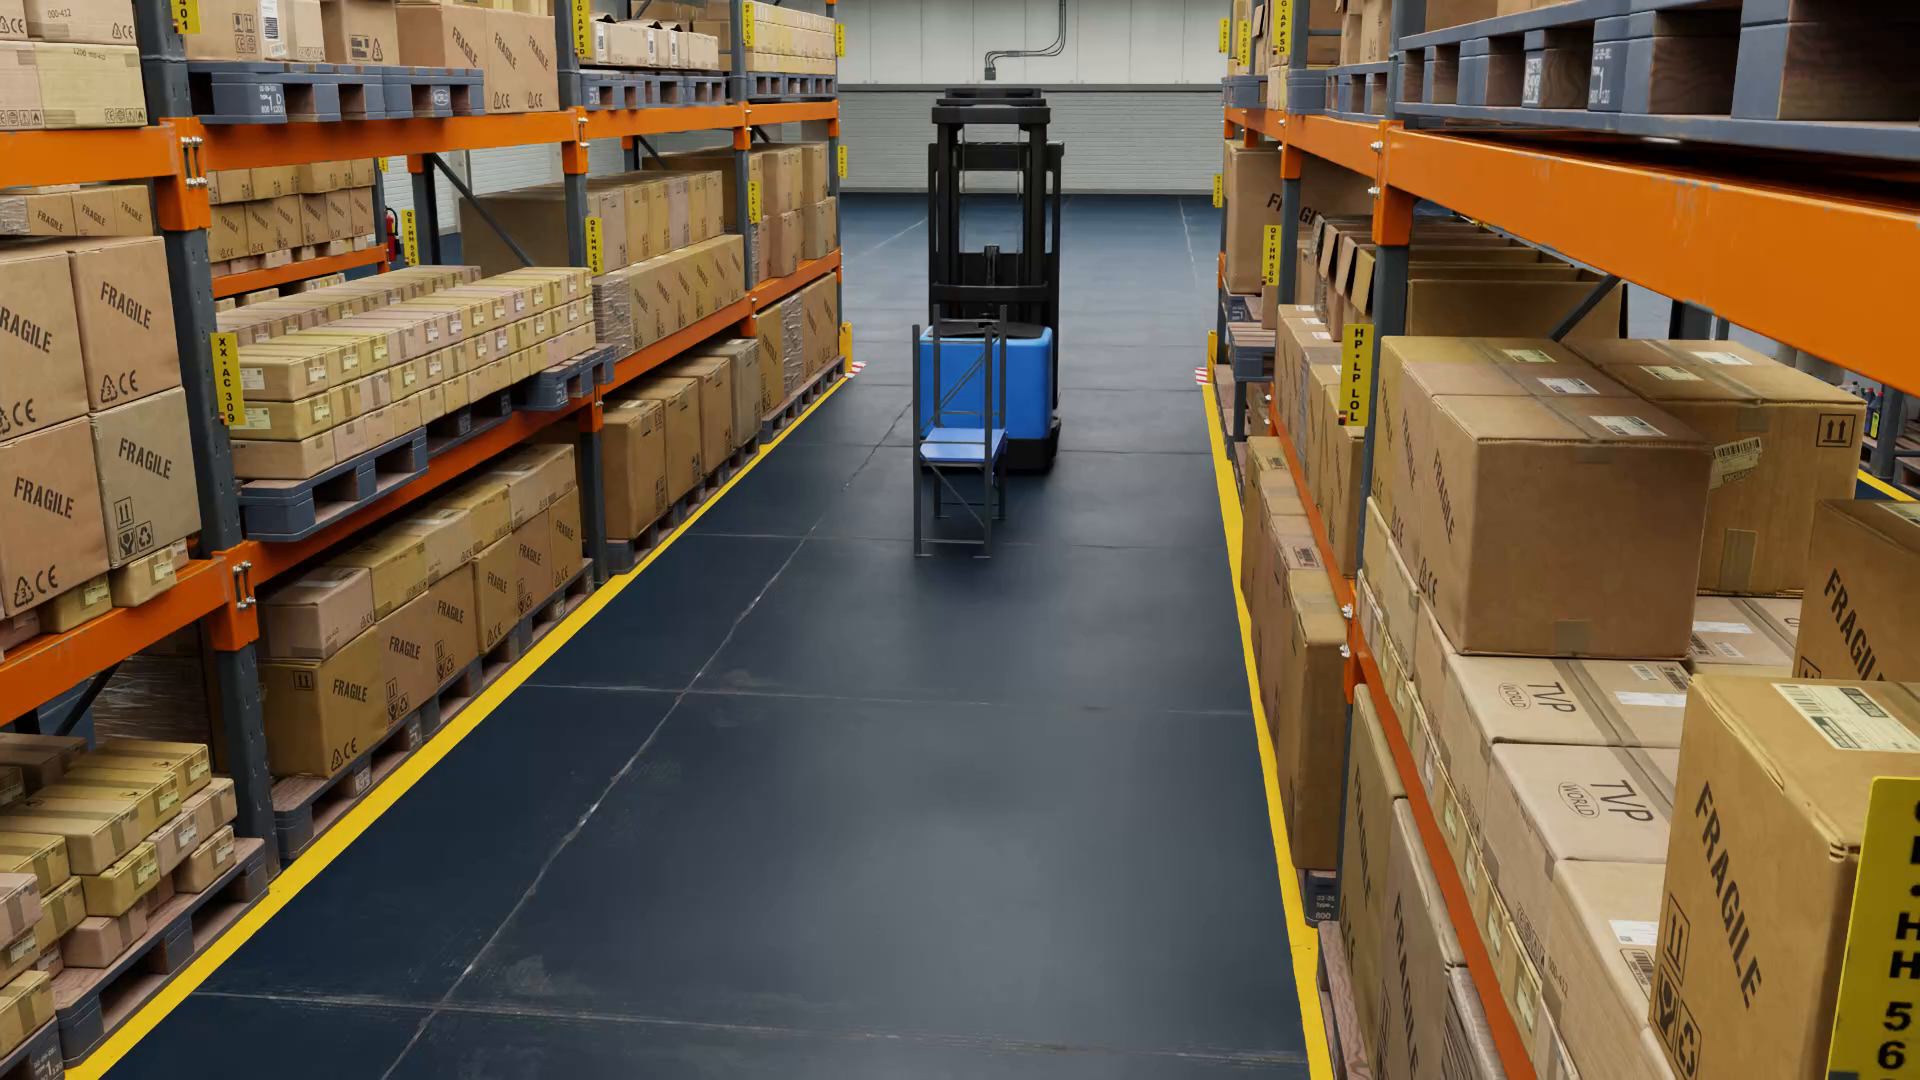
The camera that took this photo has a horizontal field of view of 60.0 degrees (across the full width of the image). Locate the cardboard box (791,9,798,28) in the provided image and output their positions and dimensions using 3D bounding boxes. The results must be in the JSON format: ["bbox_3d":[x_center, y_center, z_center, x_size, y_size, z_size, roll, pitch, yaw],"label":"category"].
[{"bbox_3d":[-1.663,-4.677,14.923,0.380,0.149,0.250,2,15,6],"label":"cardboard box"}]

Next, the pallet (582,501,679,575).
[{"bbox_3d":[-2.501,-0.054,10.958,1.003,0.211,1.213,2,15,6],"label":"pallet"}]

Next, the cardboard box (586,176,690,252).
[{"bbox_3d":[-2.377,-2.373,12.084,0.700,0.500,0.500,2,15,7],"label":"cardboard box"}]

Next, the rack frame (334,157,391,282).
[{"bbox_3d":[-6.692,-3.392,17.961,1.000,3.000,0.127,2,15,6],"label":"rack frame"}]

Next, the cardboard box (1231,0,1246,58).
[{"bbox_3d":[2.719,-4.605,14.979,0.500,0.500,0.500,2,15,6],"label":"cardboard box"}]

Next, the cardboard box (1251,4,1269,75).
[{"bbox_3d":[2.552,-3.645,12.145,0.797,0.503,0.637,1,15,3],"label":"cardboard box"}]

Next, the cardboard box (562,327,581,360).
[{"bbox_3d":[-2.293,-1.074,9.062,0.380,0.149,0.250,2,15,6],"label":"cardboard box"}]

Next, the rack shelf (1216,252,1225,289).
[{"bbox_3d":[2.929,-2.234,15.057,1.077,0.370,4.000,2,15,6],"label":"rack shelf"}]

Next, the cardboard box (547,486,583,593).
[{"bbox_3d":[-2.479,-0.016,9.457,0.500,0.500,0.500,2,15,6],"label":"cardboard box"}]

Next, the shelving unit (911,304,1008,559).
[{"bbox_3d":[0.010,-0.746,11.048,0.538,1.500,1.048,2,15,6],"label":"shelving unit"}]

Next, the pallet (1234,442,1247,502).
[{"bbox_3d":[2.617,-0.515,12.662,1.003,0.211,1.213,2,15,6],"label":"pallet"}]

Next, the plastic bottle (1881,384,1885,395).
[{"bbox_3d":[8.143,-1.305,14.602,0.061,0.283,0.133,2,15,6],"label":"plastic bottle"}]

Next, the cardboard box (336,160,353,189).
[{"bbox_3d":[-6.597,-3.797,16.780,0.700,0.500,0.500,2,15,7],"label":"cardboard box"}]

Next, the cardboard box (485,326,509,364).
[{"bbox_3d":[-2.411,-0.947,8.024,0.380,0.149,0.250,2,15,8],"label":"cardboard box"}]

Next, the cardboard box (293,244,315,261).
[{"bbox_3d":[-6.596,-2.834,16.378,0.380,0.149,0.250,2,15,6],"label":"cardboard box"}]

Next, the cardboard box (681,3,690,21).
[{"bbox_3d":[-2.460,-4.368,13.780,0.380,0.149,0.250,2,15,6],"label":"cardboard box"}]

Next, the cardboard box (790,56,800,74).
[{"bbox_3d":[-1.663,-4.292,15.027,0.380,0.149,0.250,2,15,7],"label":"cardboard box"}]

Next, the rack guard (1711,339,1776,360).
[{"bbox_3d":[8.115,-1.727,16.591,1.175,0.500,0.348,2,15,6],"label":"rack guard"}]

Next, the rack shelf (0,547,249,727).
[{"bbox_3d":[-3.341,0.706,4.185,1.077,0.370,4.000,2,15,6],"label":"rack shelf"}]

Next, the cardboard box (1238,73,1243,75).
[{"bbox_3d":[2.617,-3.832,14.128,0.500,0.250,0.500,2,15,6],"label":"cardboard box"}]

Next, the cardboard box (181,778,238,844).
[{"bbox_3d":[-2.836,0.960,5.951,0.380,0.149,0.250,2,15,7],"label":"cardboard box"}]

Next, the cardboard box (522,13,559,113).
[{"bbox_3d":[-2.476,-2.539,8.866,0.500,0.500,0.500,2,15,6],"label":"cardboard box"}]

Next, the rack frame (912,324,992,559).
[{"bbox_3d":[-0.048,-0.614,10.561,0.500,1.500,0.032,2,15,6],"label":"rack frame"}]

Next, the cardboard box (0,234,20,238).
[{"bbox_3d":[-3.409,-0.725,5.420,0.500,0.500,0.500,2,15,8],"label":"cardboard box"}]

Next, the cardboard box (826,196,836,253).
[{"bbox_3d":[-1.759,-3.248,17.139,0.875,0.550,0.550,2,15,6],"label":"cardboard box"}]

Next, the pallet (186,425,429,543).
[{"bbox_3d":[-2.885,-0.262,6.751,1.003,0.211,1.213,2,15,6],"label":"pallet"}]

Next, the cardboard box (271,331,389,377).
[{"bbox_3d":[-2.557,-0.757,6.751,0.380,0.149,0.250,2,15,7],"label":"cardboard box"}]

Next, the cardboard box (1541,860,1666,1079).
[{"bbox_3d":[1.199,0.713,2.496,0.500,0.250,0.500,1,15,5],"label":"cardboard box"}]

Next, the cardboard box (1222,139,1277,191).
[{"bbox_3d":[2.822,-3.640,16.202,0.500,0.500,0.500,2,15,6],"label":"cardboard box"}]

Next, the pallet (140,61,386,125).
[{"bbox_3d":[-2.940,-1.675,6.222,1.213,0.211,1.003,2,15,6],"label":"pallet"}]

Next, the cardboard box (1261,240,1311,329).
[{"bbox_3d":[2.237,-1.566,10.209,0.700,0.500,0.500,4,16,15],"label":"cardboard box"}]

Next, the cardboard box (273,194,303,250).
[{"bbox_3d":[-6.676,-3.045,15.915,0.500,0.500,0.500,2,15,7],"label":"cardboard box"}]

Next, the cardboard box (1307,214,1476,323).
[{"bbox_3d":[2.154,-1.369,8.365,0.797,0.503,0.637,2,15,8],"label":"cardboard box"}]

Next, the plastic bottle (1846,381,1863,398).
[{"bbox_3d":[7.469,-1.160,13.937,0.144,0.351,0.185,2,15,6],"label":"plastic bottle"}]

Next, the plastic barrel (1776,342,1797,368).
[{"bbox_3d":[8.078,-1.783,15.973,0.421,0.512,0.421,0,15,0],"label":"plastic barrel"}]

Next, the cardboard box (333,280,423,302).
[{"bbox_3d":[-2.999,-1.250,8.577,0.380,0.149,0.250,1,15,4],"label":"cardboard box"}]

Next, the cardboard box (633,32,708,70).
[{"bbox_3d":[-2.134,-3.535,12.034,0.500,0.250,0.500,2,15,6],"label":"cardboard box"}]

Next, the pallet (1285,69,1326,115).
[{"bbox_3d":[2.232,-2.214,8.218,1.213,0.211,1.003,2,15,9],"label":"pallet"}]

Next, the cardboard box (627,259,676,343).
[{"bbox_3d":[-2.234,-1.617,11.205,0.500,0.500,0.500,2,15,6],"label":"cardboard box"}]

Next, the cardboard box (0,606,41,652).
[{"bbox_3d":[-3.023,0.244,4.994,0.380,0.149,0.250,1,15,5],"label":"cardboard box"}]

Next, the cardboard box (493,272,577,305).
[{"bbox_3d":[-2.295,-1.361,8.985,0.380,0.149,0.250,2,15,6],"label":"cardboard box"}]

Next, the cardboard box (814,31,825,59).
[{"bbox_3d":[-1.597,-4.778,16.061,0.500,0.250,0.500,2,15,6],"label":"cardboard box"}]

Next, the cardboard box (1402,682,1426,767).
[{"bbox_3d":[1.322,0.471,4.155,0.380,0.149,0.250,1,15,5],"label":"cardboard box"}]

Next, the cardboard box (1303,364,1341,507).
[{"bbox_3d":[1.697,-0.430,6.813,0.500,0.500,0.500,2,15,6],"label":"cardboard box"}]

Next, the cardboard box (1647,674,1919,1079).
[{"bbox_3d":[1.144,0.482,1.914,0.500,0.500,0.500,2,15,7],"label":"cardboard box"}]

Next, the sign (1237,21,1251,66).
[{"bbox_3d":[2.164,-3.775,12.638,0.100,0.325,0.005,2,15,6],"label":"sign"}]

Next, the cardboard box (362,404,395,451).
[{"bbox_3d":[-2.557,-0.467,6.821,0.380,0.149,0.250,2,15,7],"label":"cardboard box"}]

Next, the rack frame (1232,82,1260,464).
[{"bbox_3d":[2.704,-2.063,13.045,1.000,3.000,0.127,2,15,6],"label":"rack frame"}]

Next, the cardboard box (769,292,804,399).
[{"bbox_3d":[-1.975,-1.807,15.365,0.875,0.875,0.875,2,15,7],"label":"cardboard box"}]

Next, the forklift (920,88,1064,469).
[{"bbox_3d":[0.306,-2.298,14.046,1.130,2.935,3.031,1,15,5],"label":"forklift"}]

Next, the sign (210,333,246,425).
[{"bbox_3d":[-2.576,-0.564,5.844,0.100,0.325,0.005,2,15,6],"label":"sign"}]

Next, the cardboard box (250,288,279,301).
[{"bbox_3d":[-6.651,-2.284,15.648,0.380,0.149,0.250,3,15,9],"label":"cardboard box"}]

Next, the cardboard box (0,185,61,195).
[{"bbox_3d":[-7.043,-2.685,12.538,0.380,0.149,0.250,1,15,4],"label":"cardboard box"}]

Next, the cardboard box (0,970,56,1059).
[{"bbox_3d":[-2.938,1.393,4.920,0.380,0.149,0.250,2,15,6],"label":"cardboard box"}]
